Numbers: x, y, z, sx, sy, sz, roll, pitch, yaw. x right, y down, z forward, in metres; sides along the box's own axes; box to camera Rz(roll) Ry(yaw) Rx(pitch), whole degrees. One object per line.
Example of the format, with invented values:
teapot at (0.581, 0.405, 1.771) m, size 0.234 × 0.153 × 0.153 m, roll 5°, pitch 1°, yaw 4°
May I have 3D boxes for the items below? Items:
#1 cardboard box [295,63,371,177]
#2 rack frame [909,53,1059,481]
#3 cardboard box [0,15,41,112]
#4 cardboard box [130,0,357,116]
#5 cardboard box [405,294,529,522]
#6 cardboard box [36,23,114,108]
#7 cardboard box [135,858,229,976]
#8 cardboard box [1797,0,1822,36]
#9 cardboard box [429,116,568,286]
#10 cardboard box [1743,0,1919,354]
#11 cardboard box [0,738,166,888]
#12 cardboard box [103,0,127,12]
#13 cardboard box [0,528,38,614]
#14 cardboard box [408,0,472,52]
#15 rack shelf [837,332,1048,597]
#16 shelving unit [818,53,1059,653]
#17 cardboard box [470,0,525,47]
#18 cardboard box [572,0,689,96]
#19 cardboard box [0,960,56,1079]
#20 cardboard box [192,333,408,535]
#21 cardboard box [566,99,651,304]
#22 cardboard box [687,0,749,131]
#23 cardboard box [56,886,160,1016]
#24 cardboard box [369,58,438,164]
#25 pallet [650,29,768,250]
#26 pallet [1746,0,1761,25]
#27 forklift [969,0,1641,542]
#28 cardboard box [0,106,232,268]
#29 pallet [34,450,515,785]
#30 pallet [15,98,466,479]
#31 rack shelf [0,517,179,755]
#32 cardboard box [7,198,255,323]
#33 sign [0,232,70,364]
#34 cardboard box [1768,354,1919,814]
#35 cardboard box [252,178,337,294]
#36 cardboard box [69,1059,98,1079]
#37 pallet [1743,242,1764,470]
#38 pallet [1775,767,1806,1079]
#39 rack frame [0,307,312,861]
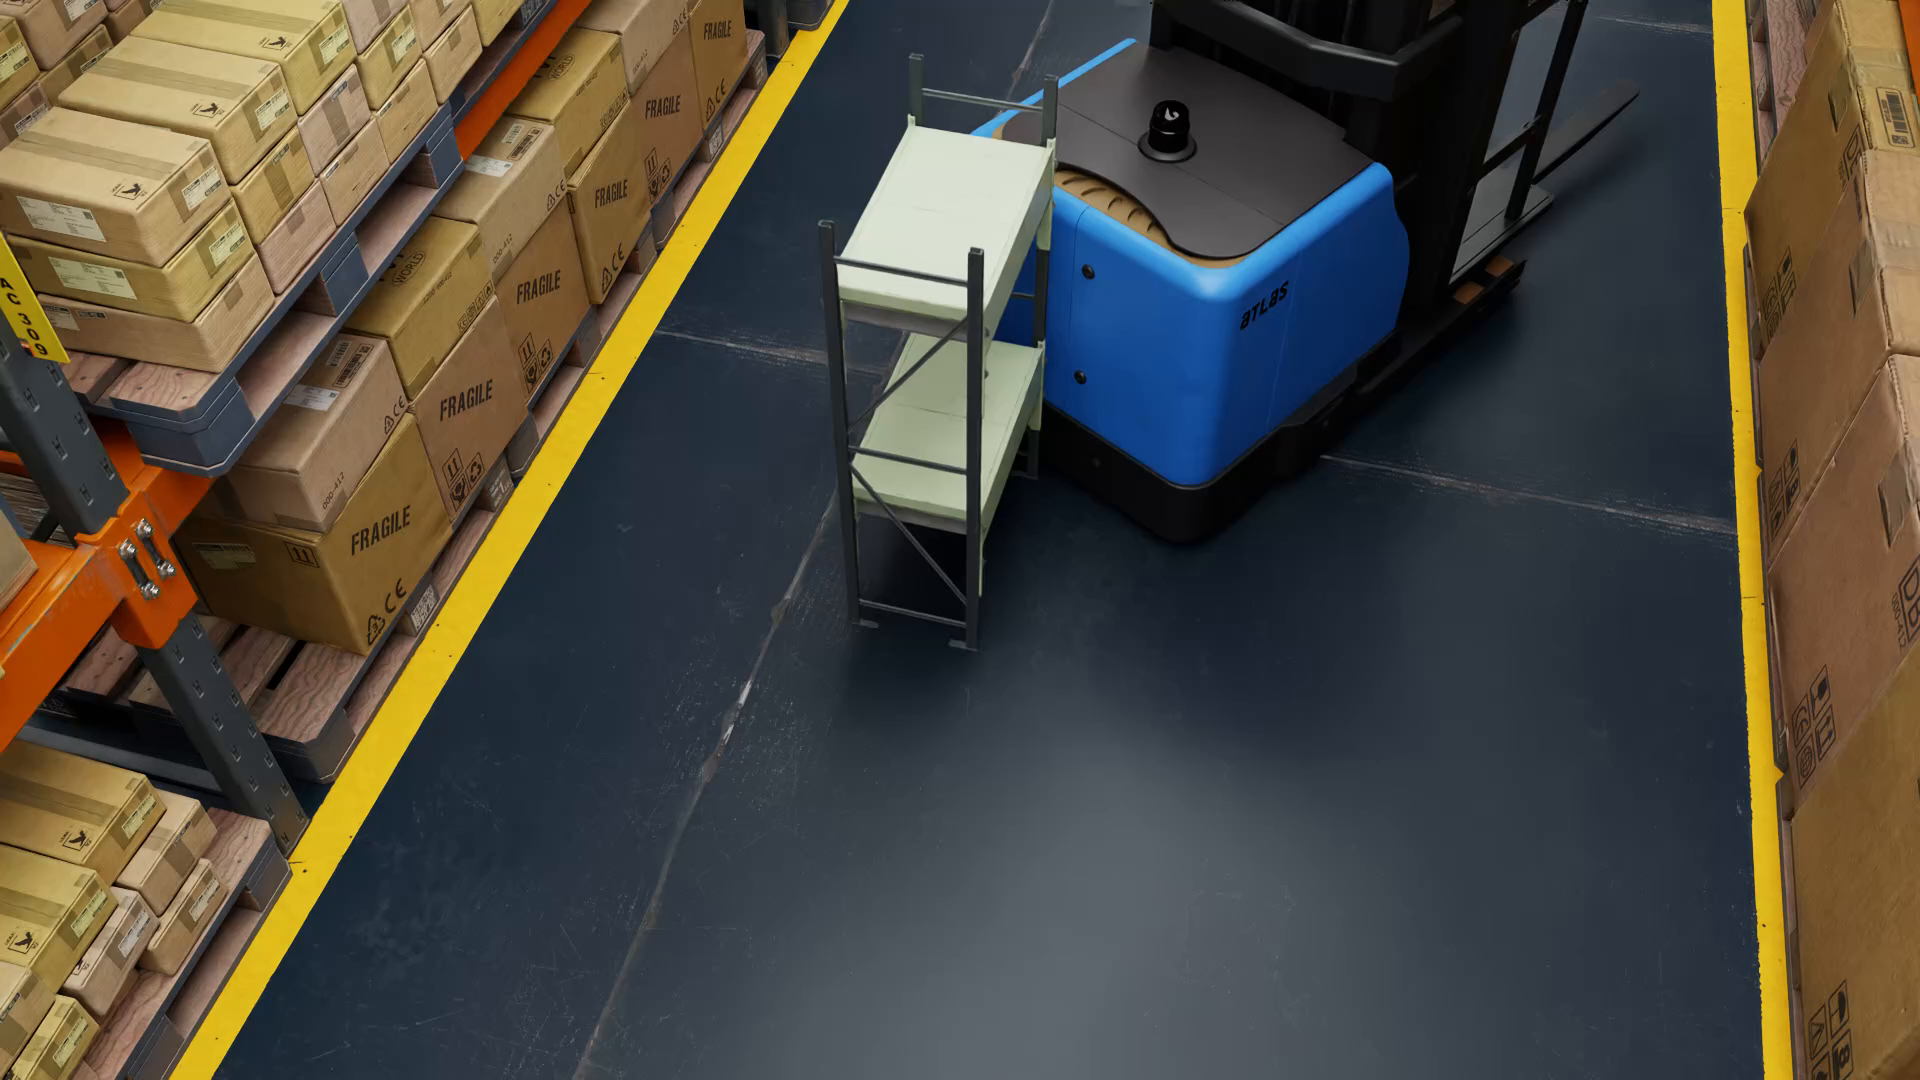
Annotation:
cardboard box at (-1.598, -0.995, 3.816) m, size 0.380 × 0.149 × 0.250 m, roll 13°, pitch 50°, yaw 11°
rack frame at (0.061, -0.738, 4.901) m, size 0.400 × 1.500 × 0.023 m, roll 12°, pitch 50°, yaw 10°
cardboard box at (-2.292, -1.048, 3.665) m, size 0.380 × 0.149 × 0.250 m, roll 10°, pitch 49°, yaw 9°
cardboard box at (-1.594, -1.106, 3.716) m, size 0.380 × 0.149 × 0.250 m, roll 12°, pitch 50°, yaw 10°
cardboard box at (-1.691, -0.448, 5.032) m, size 0.500 × 0.500 × 0.500 m, roll 14°, pitch 50°, yaw 12°
cardboard box at (-2.229, -1.122, 3.929) m, size 0.380 × 0.149 × 0.250 m, roll 14°, pitch 50°, yaw 12°
cardboard box at (-2.054, 0.884, 4.091) m, size 0.380 × 0.149 × 0.250 m, roll 12°, pitch 50°, yaw 11°
cardboard box at (3.823, -2.324, 6.674) m, size 0.700 × 0.500 × 0.500 m, roll 8°, pitch 49°, yaw 7°
cardboard box at (-1.554, -1.067, 5.078) m, size 0.500 × 0.250 × 0.500 m, roll 13°, pitch 50°, yaw 11°
cardboard box at (3.330, -1.054, 5.316) m, size 1.225 × 0.875 × 0.875 m, roll 9°, pitch 49°, yaw 8°
cardboard box at (-2.122, 0.645, 3.905) m, size 0.380 × 0.149 × 0.250 m, roll 13°, pitch 50°, yaw 11°
cardboard box at (-2.153, -1.424, 3.997) m, size 0.380 × 0.149 × 0.250 m, roll 11°, pitch 50°, yaw 10°
cardboard box at (-2.129, 0.064, 3.360) m, size 0.380 × 0.149 × 0.250 m, roll 11°, pitch 50°, yaw 10°
cardboard box at (-1.461, -1.378, 4.155) m, size 0.380 × 0.149 × 0.250 m, roll 13°, pitch 50°, yaw 12°
rack shelf at (-0.039, -0.258, 4.912) m, size 0.431 × 0.370 × 0.720 m, roll 12°, pitch 50°, yaw 10°
shelving unit at (-0.039, -0.474, 4.668) m, size 0.431 × 1.500 × 0.755 m, roll 12°, pitch 50°, yaw 10°
cardboard box at (-1.393, -1.467, 4.432) m, size 0.380 × 0.149 × 0.250 m, roll 11°, pitch 49°, yaw 9°
cardboard box at (-1.276, -1.811, 5.735) m, size 0.500 × 0.250 × 0.500 m, roll 12°, pitch 50°, yaw 11°
cardboard box at (-2.209, 1.019, 3.575) m, size 0.380 × 0.149 × 0.250 m, roll 11°, pitch 50°, yaw 10°
cardboard box at (-1.830, -0.314, 4.413) m, size 0.500 × 0.250 × 0.500 m, roll 10°, pitch 49°, yaw 8°
cardboard box at (-1.411, -1.188, 5.685) m, size 0.500 × 0.500 × 0.500 m, roll 10°, pitch 49°, yaw 8°
cardboard box at (-1.147, -1.949, 6.357) m, size 0.500 × 0.500 × 0.500 m, roll 11°, pitch 50°, yaw 10°
cardboard box at (-2.115, 0.923, 3.857) m, size 0.380 × 0.149 × 0.250 m, roll 9°, pitch 49°, yaw 8°
cardboard box at (-1.528, -1.085, 4.094) m, size 0.380 × 0.149 × 0.250 m, roll 12°, pitch 50°, yaw 10°
pallet at (-1.434, -1.677, 6.589) m, size 1.003 × 0.211 × 1.213 m, roll 12°, pitch 50°, yaw 10°
pallet at (4.062, -2.635, 7.435) m, size 1.003 × 0.211 × 1.213 m, roll 12°, pitch 50°, yaw 10°
forklift at (1.376, -1.968, 5.032) m, size 1.130 × 2.935 × 3.031 m, roll 36°, pitch 58°, yaw 28°
cardboard box at (-1.732, -0.718, 3.374) m, size 0.380 × 0.149 × 0.250 m, roll 14°, pitch 50°, yaw 12°
pallet at (-2.076, 0.088, 5.032) m, size 1.003 × 0.211 × 1.213 m, roll 12°, pitch 50°, yaw 10°
pallet at (-1.938, -0.732, 4.023) m, size 1.003 × 0.211 × 1.213 m, roll 12°, pitch 50°, yaw 10°
rack shelf at (-2.806, 1.413, 2.482) m, size 1.077 × 0.370 × 4.000 m, roll 12°, pitch 50°, yaw 10°
cardboard box at (-1.732, -0.620, 3.486) m, size 0.380 × 0.149 × 0.250 m, roll 12°, pitch 50°, yaw 11°
sign at (-1.754, -0.456, 3.075) m, size 0.100 × 0.325 × 0.005 m, roll 12°, pitch 50°, yaw 10°
cardboard box at (2.863, 0.231, 4.182) m, size 1.225 × 0.875 × 0.875 m, roll 10°, pitch 49°, yaw 9°
cardboard box at (-1.664, -0.723, 3.775) m, size 0.380 × 0.149 × 0.250 m, roll 12°, pitch 50°, yaw 11°
cardboard box at (-2.210, 1.259, 3.759) m, size 0.380 × 0.149 × 0.250 m, roll 10°, pitch 49°, yaw 9°
pallet at (3.252, -0.635, 5.669) m, size 1.003 × 0.211 × 1.213 m, roll 12°, pitch 50°, yaw 10°
pallet at (2.610, 1.130, 4.112) m, size 1.003 × 0.211 × 1.213 m, roll 12°, pitch 50°, yaw 10°
rack frame at (-2.279, -0.271, 3.489) m, size 1.000 × 3.000 × 0.127 m, roll 12°, pitch 50°, yaw 10°
